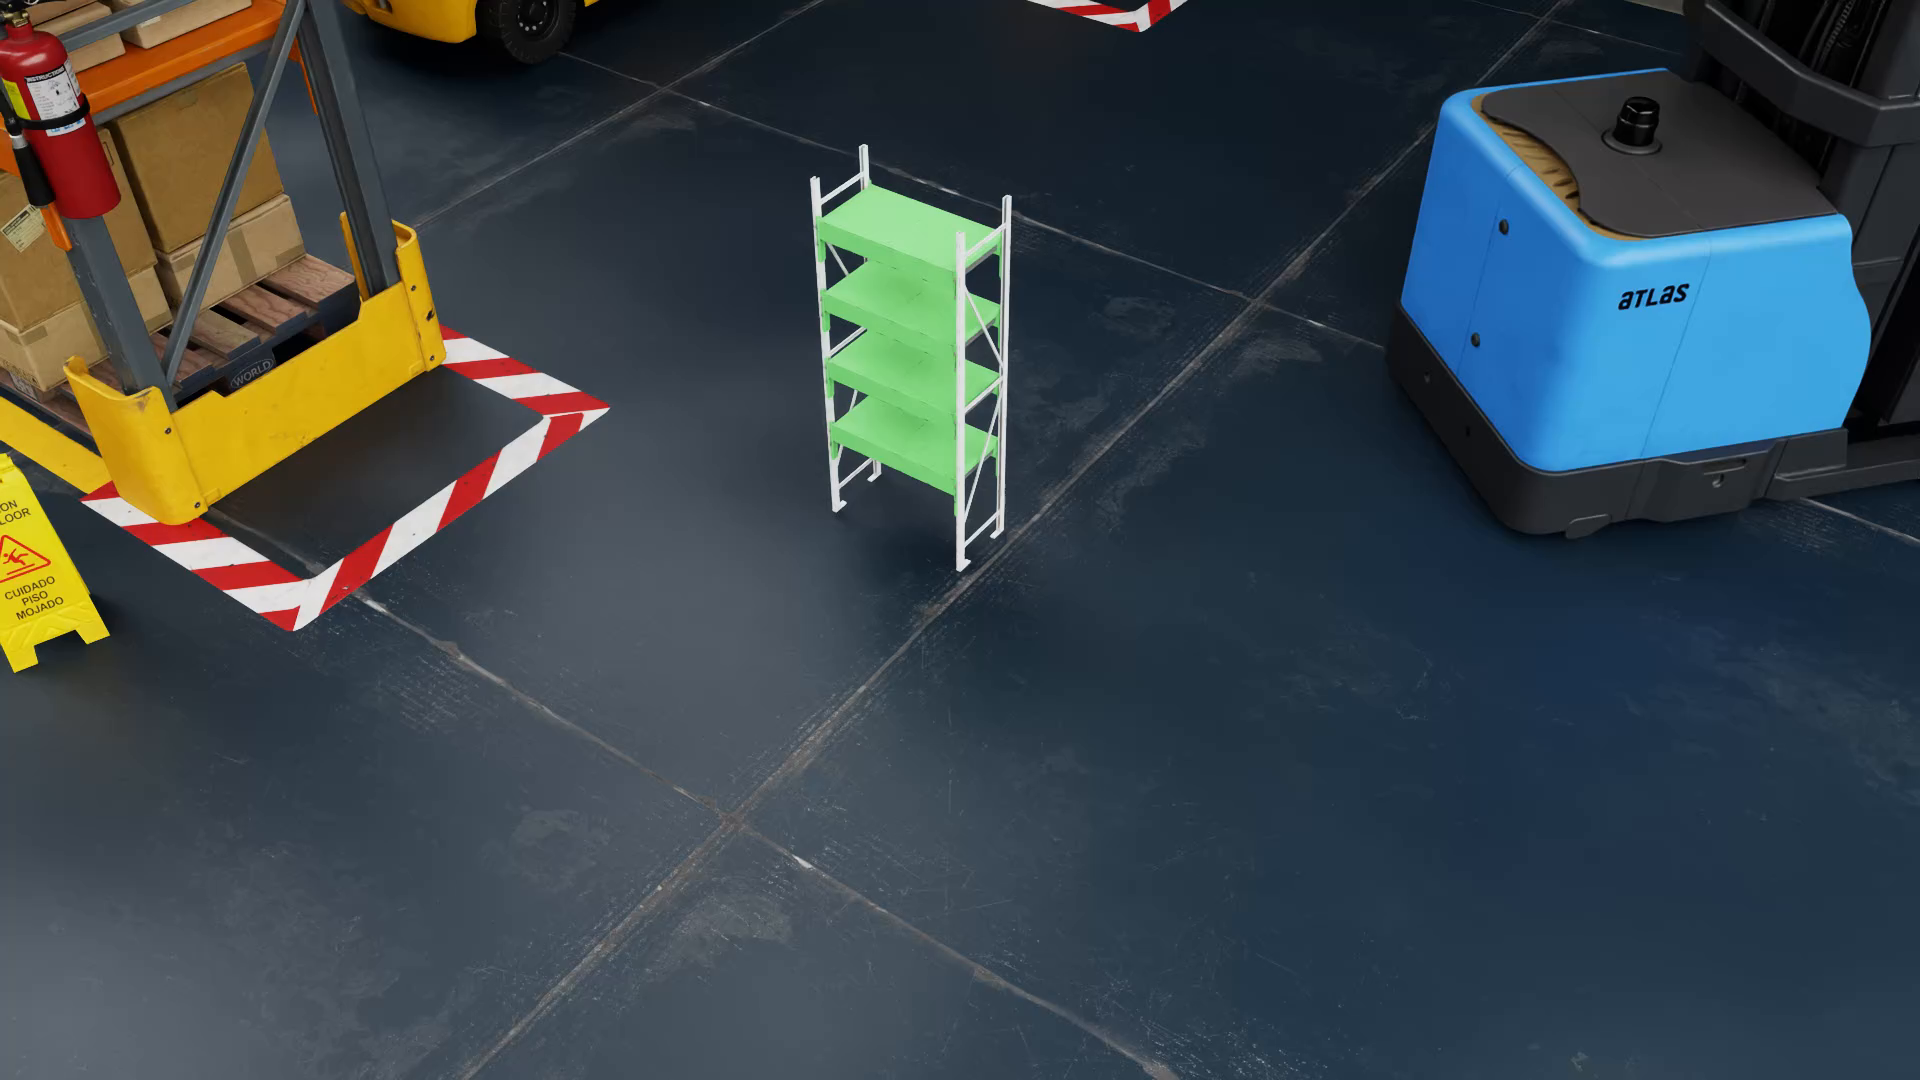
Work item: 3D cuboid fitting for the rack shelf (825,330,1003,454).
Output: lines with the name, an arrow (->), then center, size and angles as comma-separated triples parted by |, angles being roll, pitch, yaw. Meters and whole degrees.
rack shelf -> -0.136, -0.463, 4.963 | 0.480, 0.148, 0.258 | 25, 48, 25

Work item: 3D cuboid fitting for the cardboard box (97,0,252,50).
cardboard box -> -2.397, -1.652, 5.035 | 0.250, 0.149, 0.380 | 25, 48, 25

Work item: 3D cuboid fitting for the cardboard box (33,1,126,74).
cardboard box -> -2.666, -1.436, 4.793 | 0.250, 0.149, 0.380 | 27, 48, 27

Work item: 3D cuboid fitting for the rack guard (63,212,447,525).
rack guard -> -2.300, -0.600, 5.546 | 0.348, 0.500, 1.175 | 25, 48, 25

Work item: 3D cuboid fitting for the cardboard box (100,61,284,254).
cardboard box -> -2.759, -1.383, 5.730 | 0.500, 0.500, 0.500 | 24, 47, 24

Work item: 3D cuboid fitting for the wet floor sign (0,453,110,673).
wet floor sign -> -2.696, 0.032, 4.731 | 0.267, 0.644, 0.232 | -25, 48, -25

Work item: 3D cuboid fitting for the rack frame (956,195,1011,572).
rack frame -> 0.064, -0.417, 4.816 | 0.015, 1.200, 0.240 | 25, 48, 25

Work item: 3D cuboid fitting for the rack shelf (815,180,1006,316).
rack shelf -> -0.136, -0.821, 4.643 | 0.480, 0.148, 0.258 | 25, 48, 25

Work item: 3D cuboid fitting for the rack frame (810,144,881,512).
rack frame -> -0.335, -0.604, 5.025 | 0.015, 1.200, 0.240 | 25, 48, 25

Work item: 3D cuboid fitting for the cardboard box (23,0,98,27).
cardboard box -> -2.840, -1.708, 4.612 | 0.500, 0.500, 0.500 | 24, 47, 25

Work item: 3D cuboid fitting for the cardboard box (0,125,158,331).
cardboard box -> -3.043, -1.078, 5.390 | 0.500, 0.500, 0.500 | 25, 48, 26

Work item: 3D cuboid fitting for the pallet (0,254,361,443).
pallet -> -2.944, -0.823, 6.011 | 1.213, 0.211, 1.003 | 25, 48, 25

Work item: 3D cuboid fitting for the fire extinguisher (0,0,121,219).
fire extinguisher -> -2.408, -1.178, 4.376 | 0.183, 0.674, 0.296 | 25, 48, 25

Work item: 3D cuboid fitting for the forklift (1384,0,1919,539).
forklift -> 3.067, -1.611, 4.852 | 3.031, 2.935, 1.130 | -9, 43, -10

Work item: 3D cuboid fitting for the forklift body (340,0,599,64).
forklift body -> -1.990, -3.628, 7.691 | 1.214, 2.155, 2.313 | 25, 48, 25

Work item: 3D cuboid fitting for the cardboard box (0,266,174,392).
cardboard box -> -3.073, -0.806, 5.649 | 0.500, 0.250, 0.500 | 25, 47, 25

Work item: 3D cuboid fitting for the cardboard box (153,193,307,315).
cardboard box -> -2.739, -1.094, 5.971 | 0.500, 0.250, 0.500 | 25, 47, 25

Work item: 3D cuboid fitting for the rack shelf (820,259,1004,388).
rack shelf -> -0.136, -0.642, 4.803 | 0.480, 0.148, 0.258 | 25, 48, 25

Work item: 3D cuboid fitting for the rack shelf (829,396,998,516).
rack shelf -> -0.136, -0.284, 5.123 | 0.480, 0.148, 0.258 | 25, 48, 25

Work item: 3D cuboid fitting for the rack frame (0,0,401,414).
rack frame -> -2.237, -1.503, 4.680 | 0.127, 3.000, 1.000 | 25, 48, 25

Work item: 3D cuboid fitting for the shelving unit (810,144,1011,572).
shelving unit -> -0.136, -0.511, 4.921 | 0.503, 1.200, 0.258 | 25, 48, 25

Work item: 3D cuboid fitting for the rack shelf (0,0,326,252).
rack shelf -> -3.875, -2.000, 5.776 | 4.000, 0.370, 1.077 | 25, 48, 25
